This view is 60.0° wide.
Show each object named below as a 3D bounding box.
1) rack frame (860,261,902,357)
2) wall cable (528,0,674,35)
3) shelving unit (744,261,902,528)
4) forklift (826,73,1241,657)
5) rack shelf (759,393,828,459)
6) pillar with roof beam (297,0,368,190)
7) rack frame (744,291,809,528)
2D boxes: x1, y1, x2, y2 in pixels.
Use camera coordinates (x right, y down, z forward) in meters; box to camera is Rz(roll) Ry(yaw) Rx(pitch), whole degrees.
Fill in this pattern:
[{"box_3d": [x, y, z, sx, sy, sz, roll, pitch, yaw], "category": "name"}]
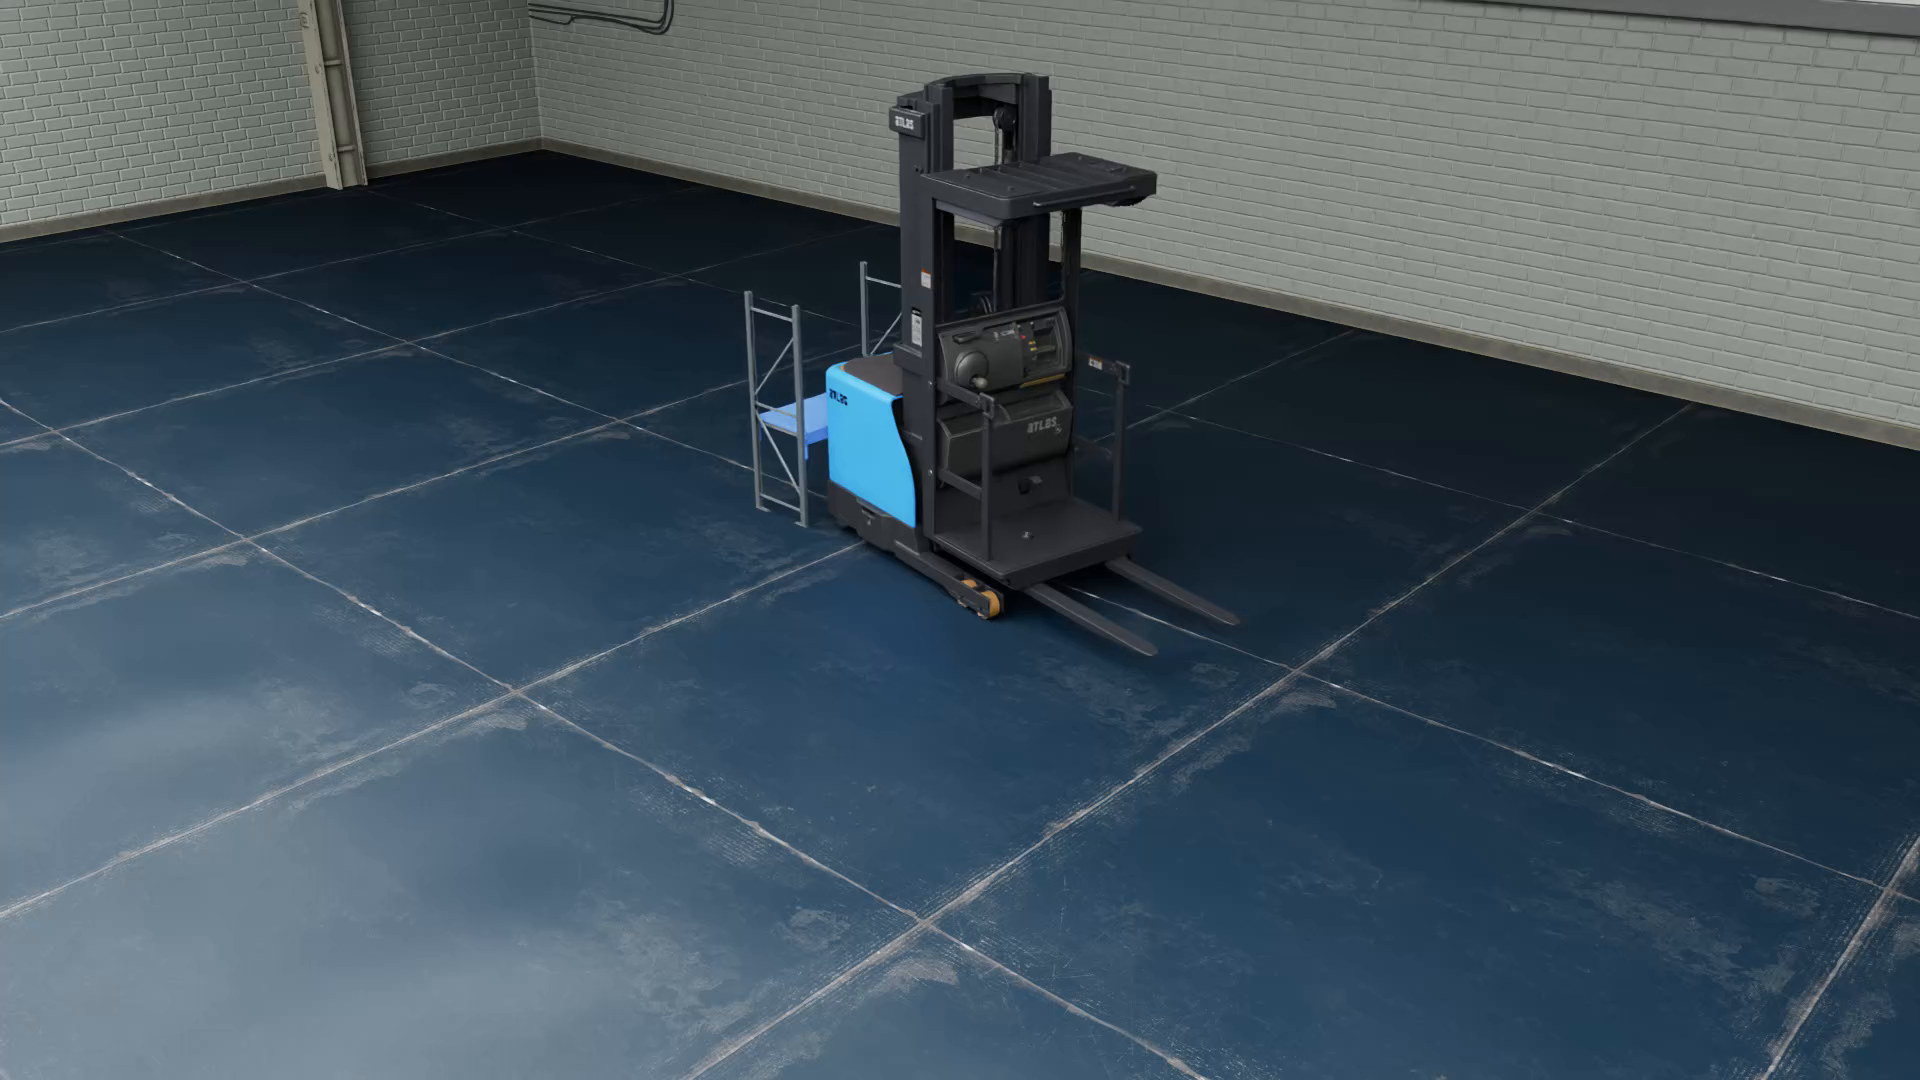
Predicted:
[{"box_3d": [-0.489, -1.140, 11.460, 0.500, 1.500, 0.032, 21, 32, 39], "category": "rack frame"}, {"box_3d": [-4.607, -7.602, 20.501, 3.097, 2.526, 0.112, 20, 31, 38], "category": "wall cable"}, {"box_3d": [-0.838, -0.989, 11.123, 0.538, 1.500, 1.048, 21, 32, 39], "category": "shelving unit"}, {"box_3d": [0.398, -1.100, 9.621, 1.130, 2.935, 3.031, -17, 29, -32], "category": "forklift"}, {"box_3d": [-0.838, -0.825, 11.196, 0.538, 0.185, 1.000, 21, 32, 39], "category": "rack shelf"}, {"box_3d": [-4.352, -7.307, 16.048, 9.100, 9.000, 0.400, 20, 31, 38], "category": "pillar with roof beam"}, {"box_3d": [-1.187, -0.838, 10.786, 0.500, 1.500, 0.032, 21, 32, 39], "category": "rack frame"}]
